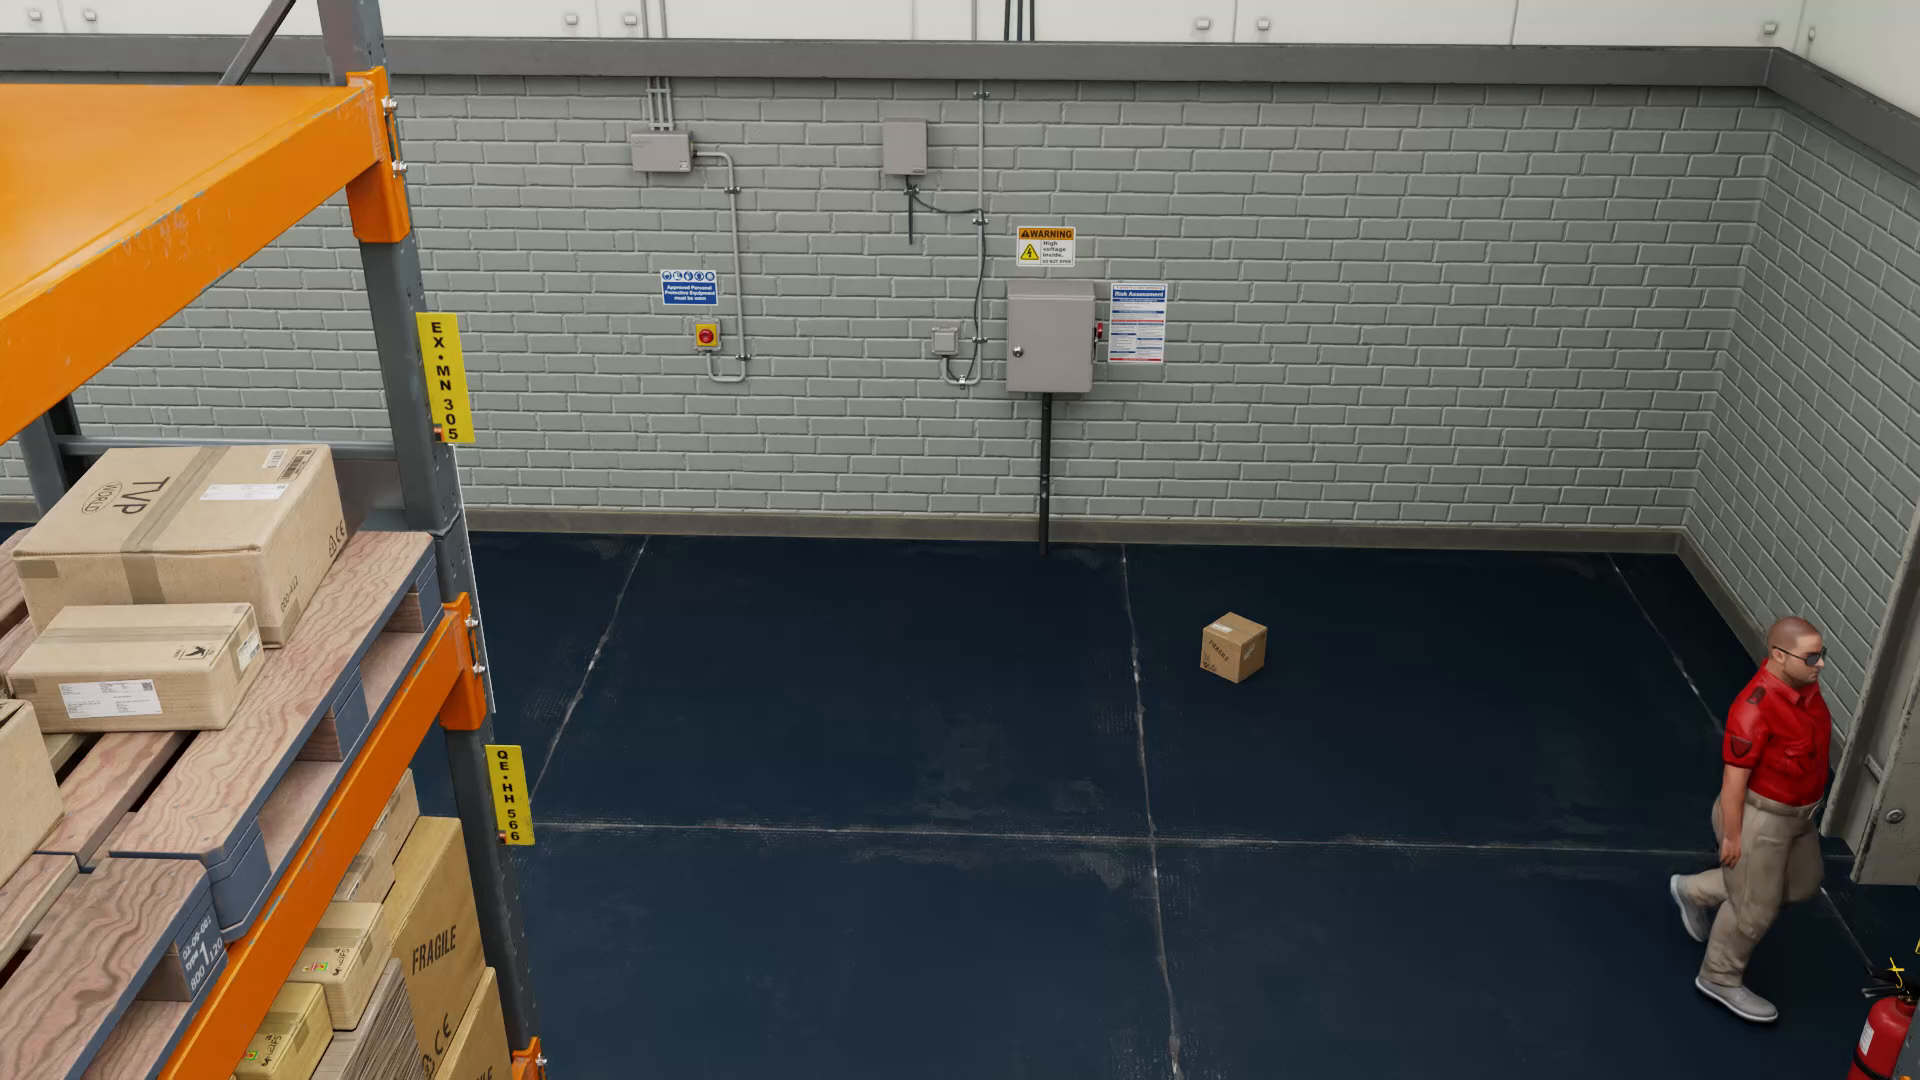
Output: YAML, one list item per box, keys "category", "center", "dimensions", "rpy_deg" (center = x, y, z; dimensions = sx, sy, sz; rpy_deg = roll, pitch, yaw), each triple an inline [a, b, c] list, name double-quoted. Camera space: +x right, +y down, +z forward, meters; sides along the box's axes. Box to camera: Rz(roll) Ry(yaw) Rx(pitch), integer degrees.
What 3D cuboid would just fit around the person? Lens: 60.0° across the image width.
- category: "person"
  center: [3.164, 1.069, 6.573]
  dimensions: [0.543, 1.709, 0.586]
  rpy_deg: [-24, 36, -38]
